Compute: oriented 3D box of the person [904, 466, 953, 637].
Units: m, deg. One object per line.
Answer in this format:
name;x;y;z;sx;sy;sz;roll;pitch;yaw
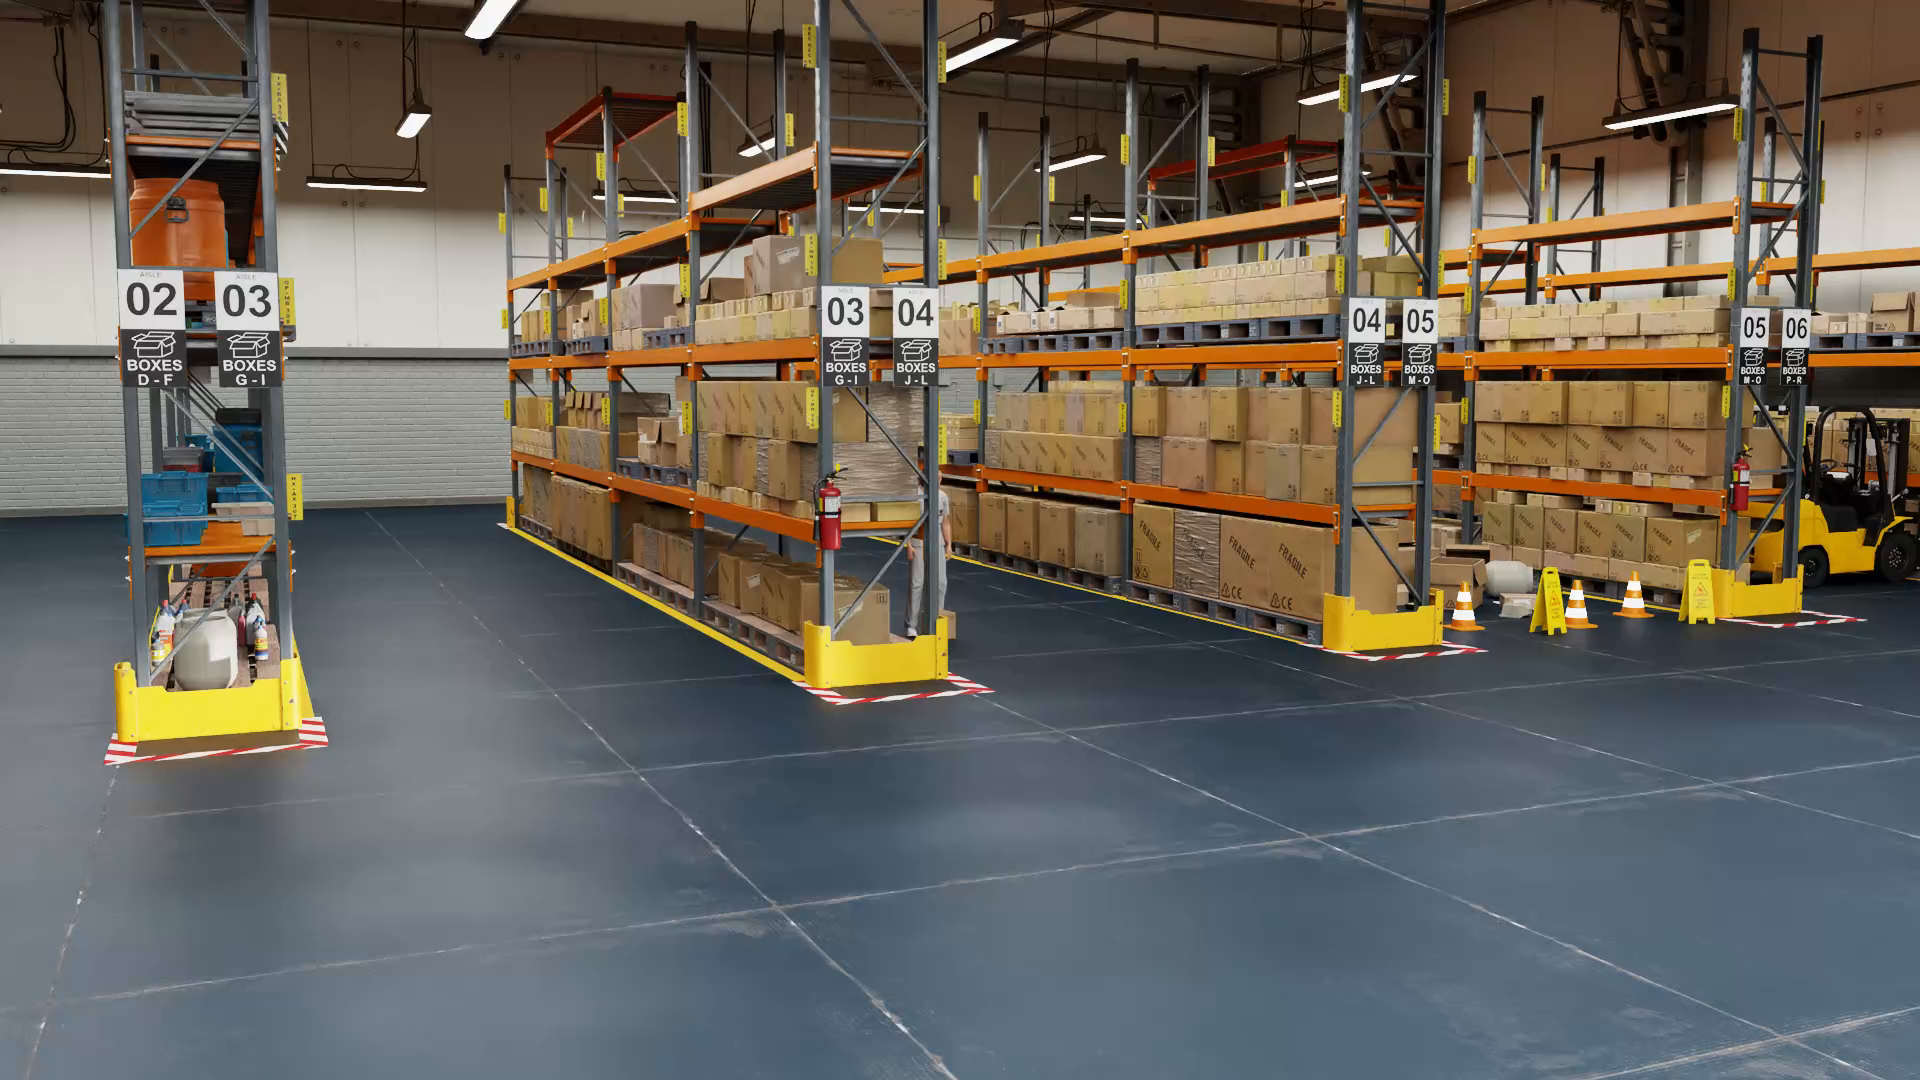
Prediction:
person;-0.311;0.085;16.081;0.514;1.673;0.358;-3;6;-27
